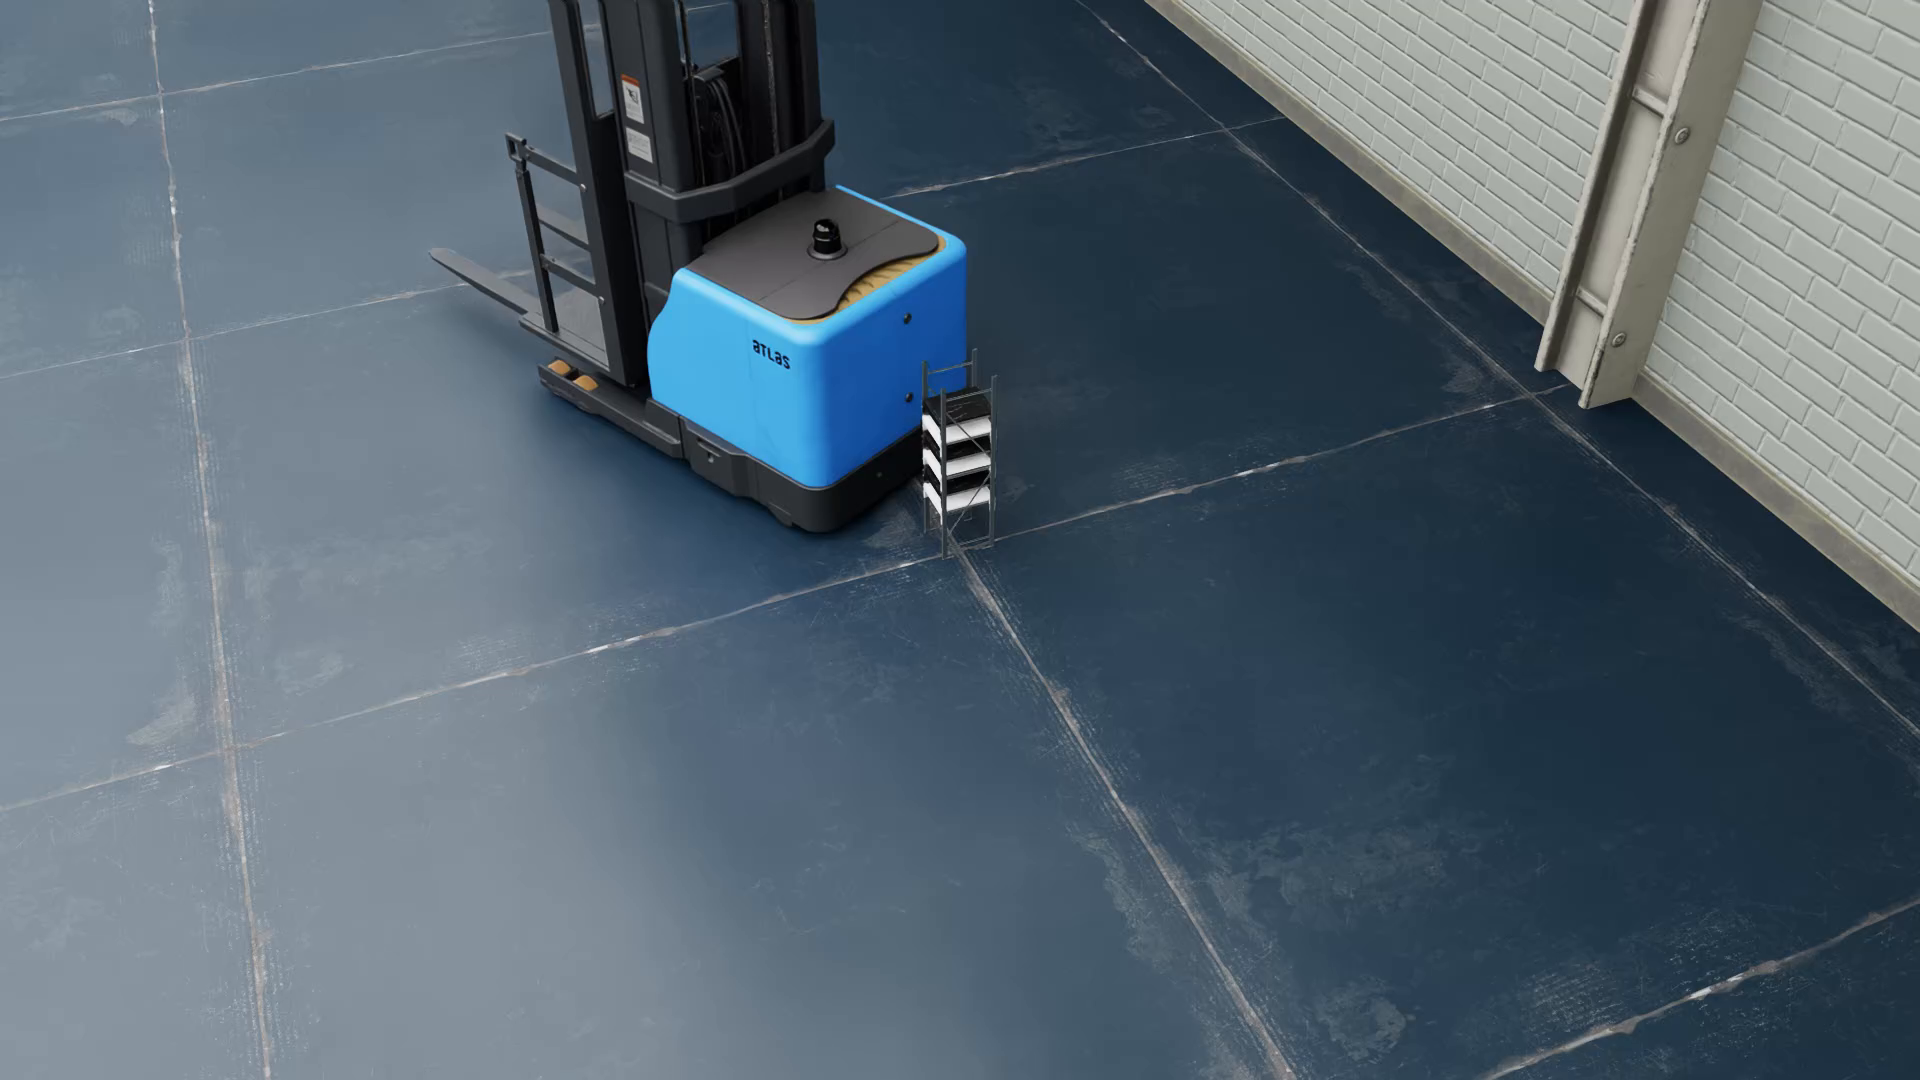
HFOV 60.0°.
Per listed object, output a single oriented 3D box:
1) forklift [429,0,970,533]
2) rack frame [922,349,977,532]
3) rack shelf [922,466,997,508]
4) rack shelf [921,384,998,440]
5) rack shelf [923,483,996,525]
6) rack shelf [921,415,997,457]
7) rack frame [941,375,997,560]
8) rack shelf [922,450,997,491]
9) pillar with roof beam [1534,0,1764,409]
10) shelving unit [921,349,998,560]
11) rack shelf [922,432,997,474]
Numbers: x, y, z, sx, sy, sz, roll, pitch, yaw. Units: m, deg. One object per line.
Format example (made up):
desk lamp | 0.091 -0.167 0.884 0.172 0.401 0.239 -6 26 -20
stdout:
forklift | -1.401 -1.962 7.284 3.031 2.935 1.130 29 49 30
rack frame | -0.042 -0.407 7.034 0.240 0.900 0.006 -15 43 -17
rack shelf | -0.003 -0.253 7.043 0.258 0.077 0.200 -15 43 -17
rack shelf | -0.003 -0.526 6.808 0.258 0.077 0.200 -15 43 -17
rack shelf | -0.003 -0.184 7.101 0.258 0.077 0.200 -15 43 -17
rack shelf | -0.003 -0.457 6.867 0.258 0.077 0.200 -15 43 -17
rack frame | 0.036 -0.285 6.891 0.240 0.900 0.006 -15 43 -17
rack shelf | -0.003 -0.321 6.984 0.258 0.077 0.200 -15 43 -17
pillar with roof beam | -0.914 -3.121 3.978 9.100 9.000 0.400 -15 43 -17
shelving unit | -0.003 -0.346 6.962 0.258 0.900 0.210 -15 43 -17
rack shelf | -0.003 -0.389 6.925 0.258 0.077 0.200 -15 43 -17
